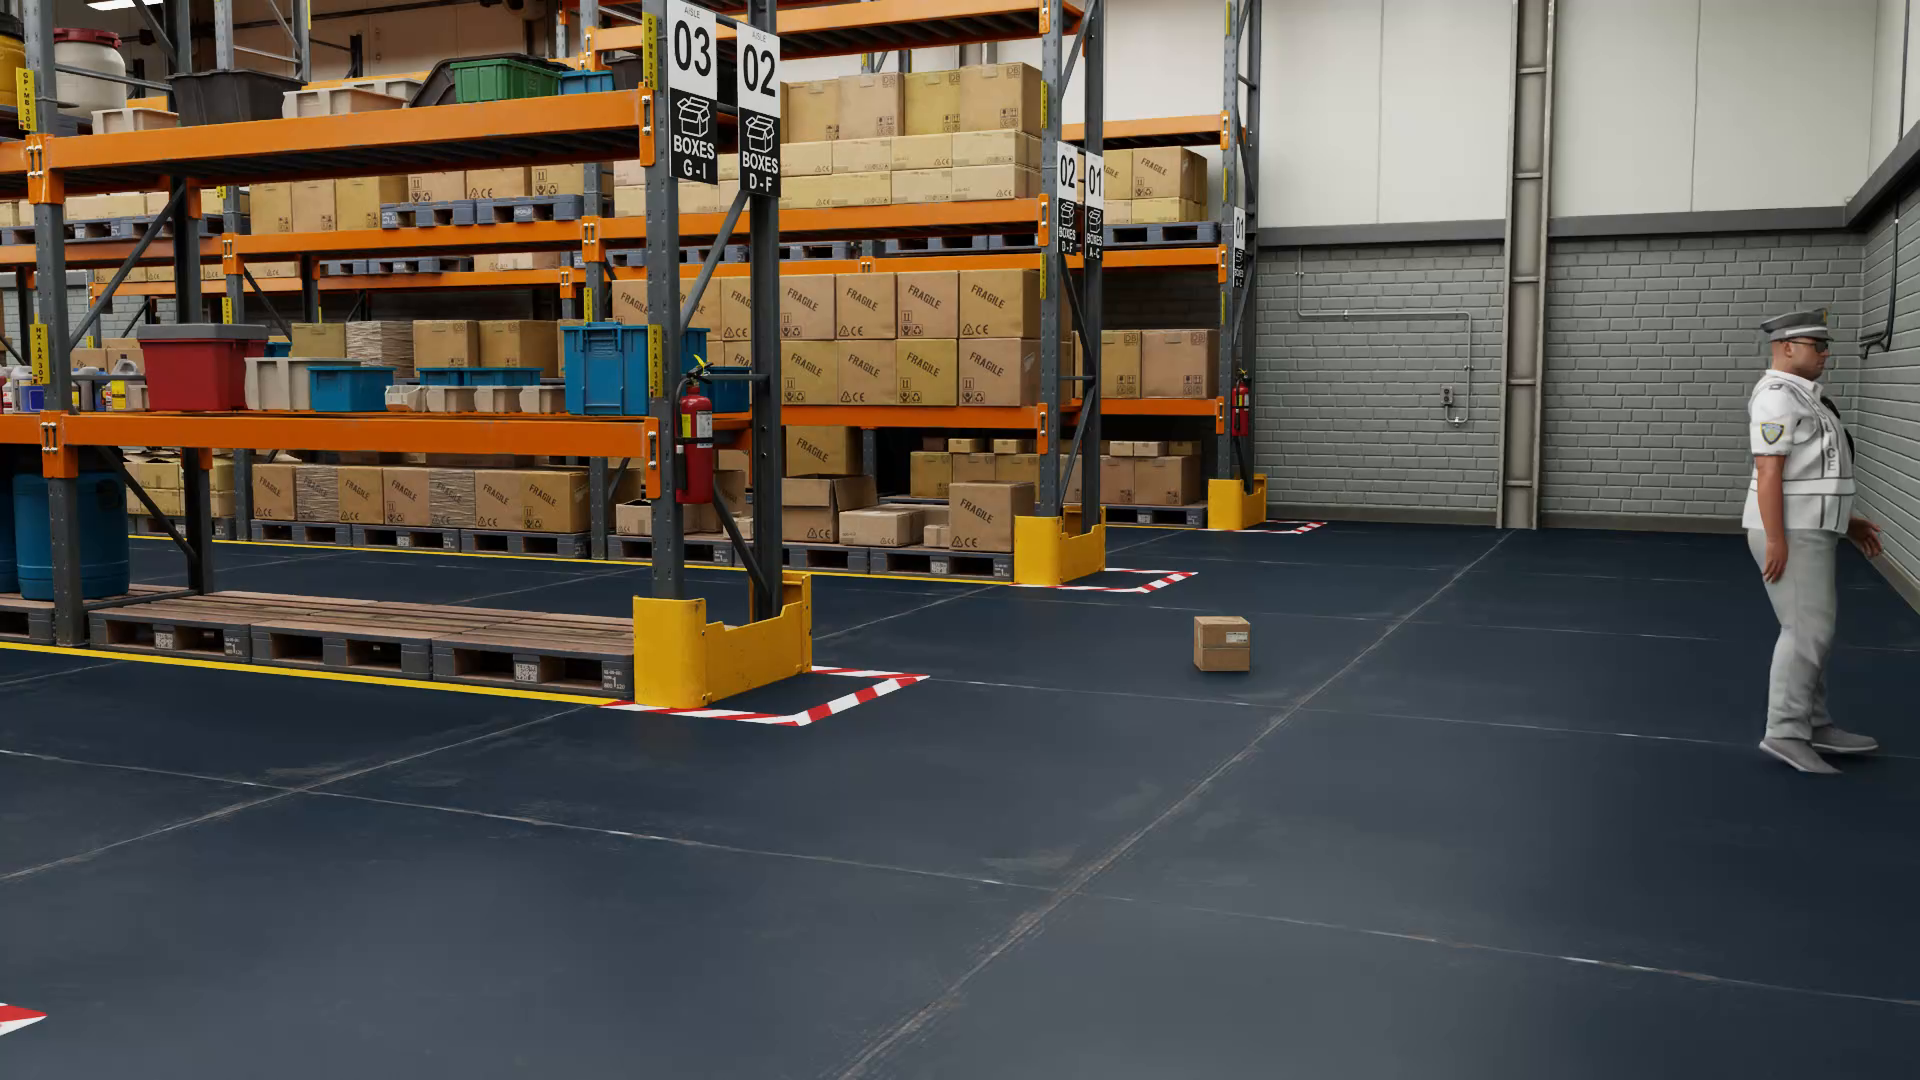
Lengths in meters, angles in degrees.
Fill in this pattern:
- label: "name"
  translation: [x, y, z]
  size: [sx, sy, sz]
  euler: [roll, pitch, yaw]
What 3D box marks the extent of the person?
- label: "person"
  translation: [3.356, 0.007, 6.538]
  size: [0.513, 1.829, 0.558]
  euler: [3, 6, 31]
